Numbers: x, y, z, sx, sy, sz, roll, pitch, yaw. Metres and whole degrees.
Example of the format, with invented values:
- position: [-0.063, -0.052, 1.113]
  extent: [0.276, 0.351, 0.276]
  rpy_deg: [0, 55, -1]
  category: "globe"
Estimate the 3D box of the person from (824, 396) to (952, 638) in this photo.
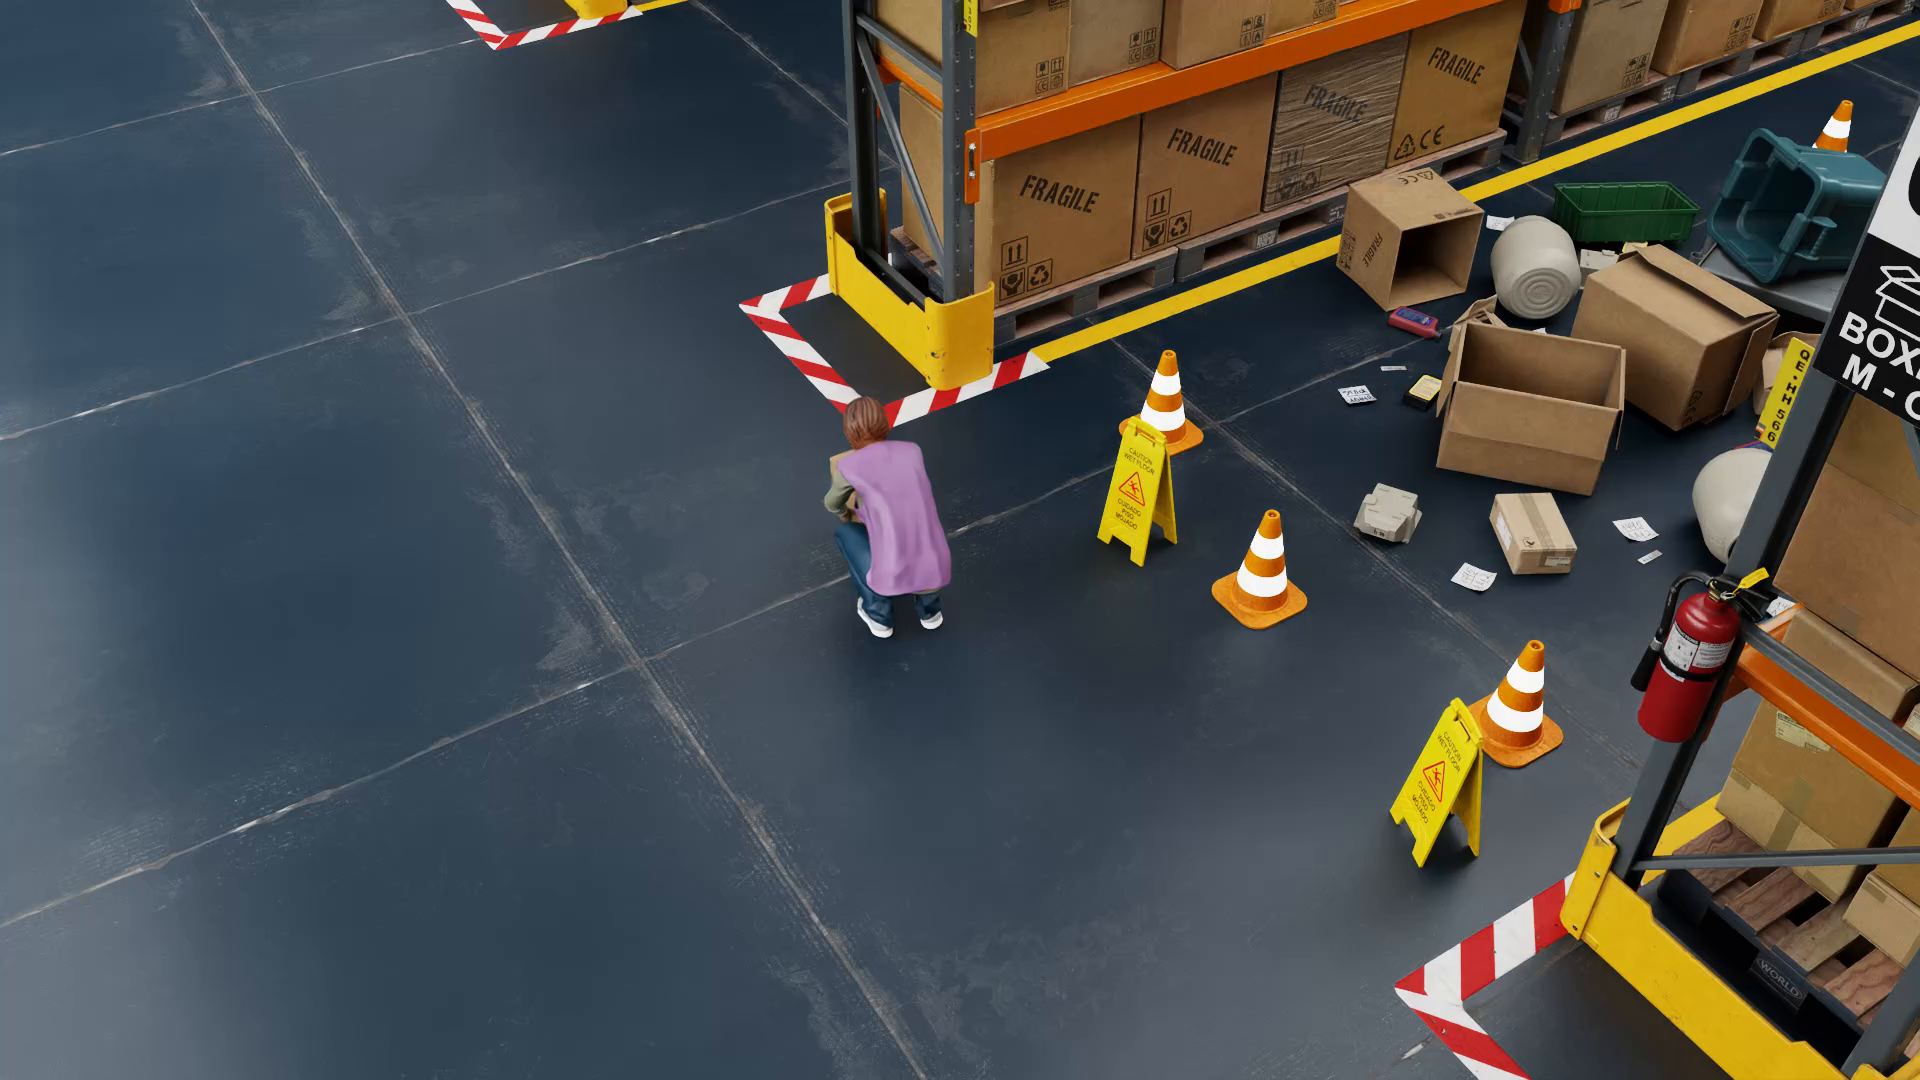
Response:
- position: [-0.305, -0.105, 6.837]
  extent: [0.455, 0.876, 0.858]
  rpy_deg: [-11, 42, -12]
  category: "person"
